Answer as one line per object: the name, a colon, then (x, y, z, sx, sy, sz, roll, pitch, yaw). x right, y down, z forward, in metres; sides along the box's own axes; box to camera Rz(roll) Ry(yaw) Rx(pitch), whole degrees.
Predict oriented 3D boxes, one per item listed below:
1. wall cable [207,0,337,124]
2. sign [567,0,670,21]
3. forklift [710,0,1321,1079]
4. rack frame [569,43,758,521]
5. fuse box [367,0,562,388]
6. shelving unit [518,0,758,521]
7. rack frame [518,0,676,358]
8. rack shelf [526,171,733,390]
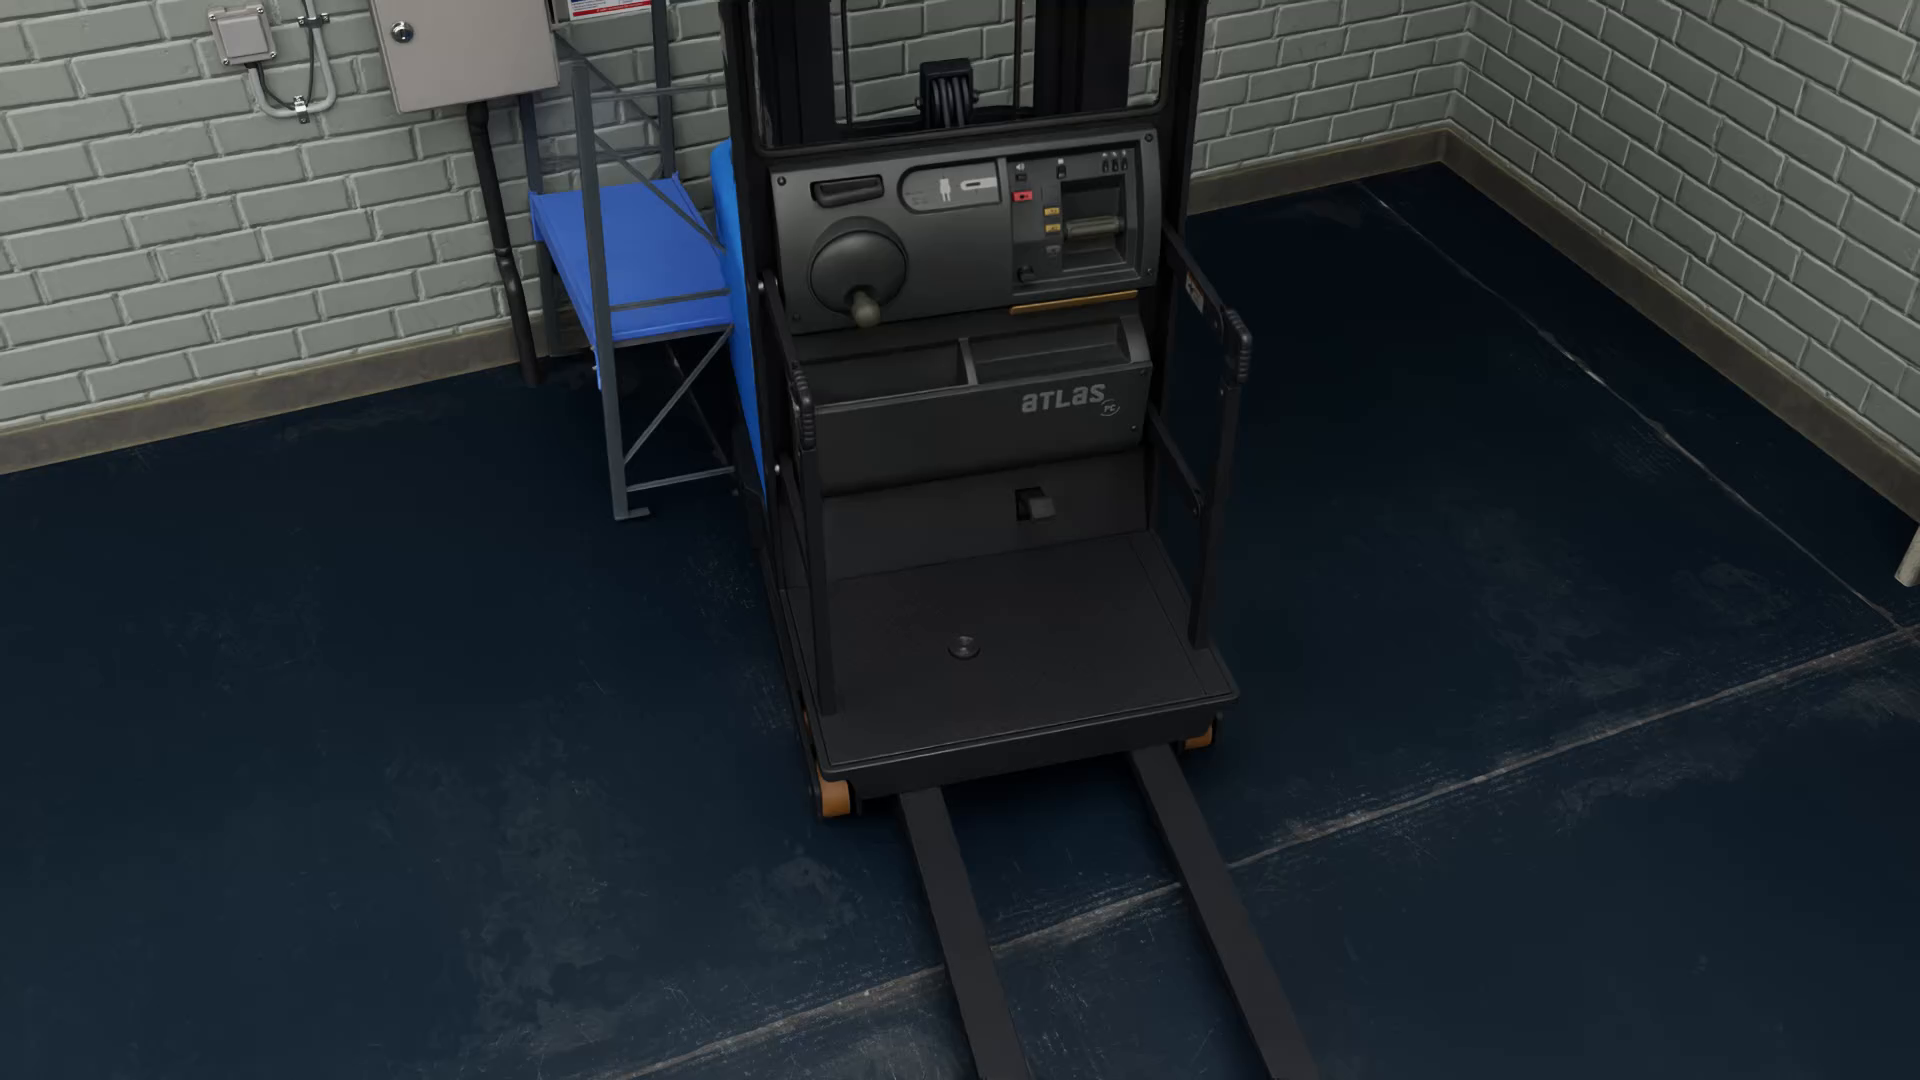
wall cable: (-2.168, -1.994, 4.488, 0.588, 1.984, 0.122, -15, 43, -17)
sign: (-1.100, -1.896, 5.227, 0.329, 0.494, 0.001, -15, 43, -17)
forklift: (0.080, -0.658, 3.767, 1.130, 2.935, 3.031, -9, 42, -10)
rack frame: (-0.828, -0.708, 4.902, 0.500, 1.500, 0.032, -12, 41, -19)
fuse box: (-1.477, -1.195, 5.327, 0.539, 1.711, 0.414, -15, 43, -17)
shelving unit: (-1.022, -1.005, 5.266, 0.538, 1.500, 1.048, -12, 41, -19)
rack frame: (-1.215, -1.303, 5.630, 0.500, 1.500, 0.032, -12, 41, -19)
rack shelf: (-1.031, -0.864, 5.377, 0.538, 0.185, 1.000, -12, 41, -19)
